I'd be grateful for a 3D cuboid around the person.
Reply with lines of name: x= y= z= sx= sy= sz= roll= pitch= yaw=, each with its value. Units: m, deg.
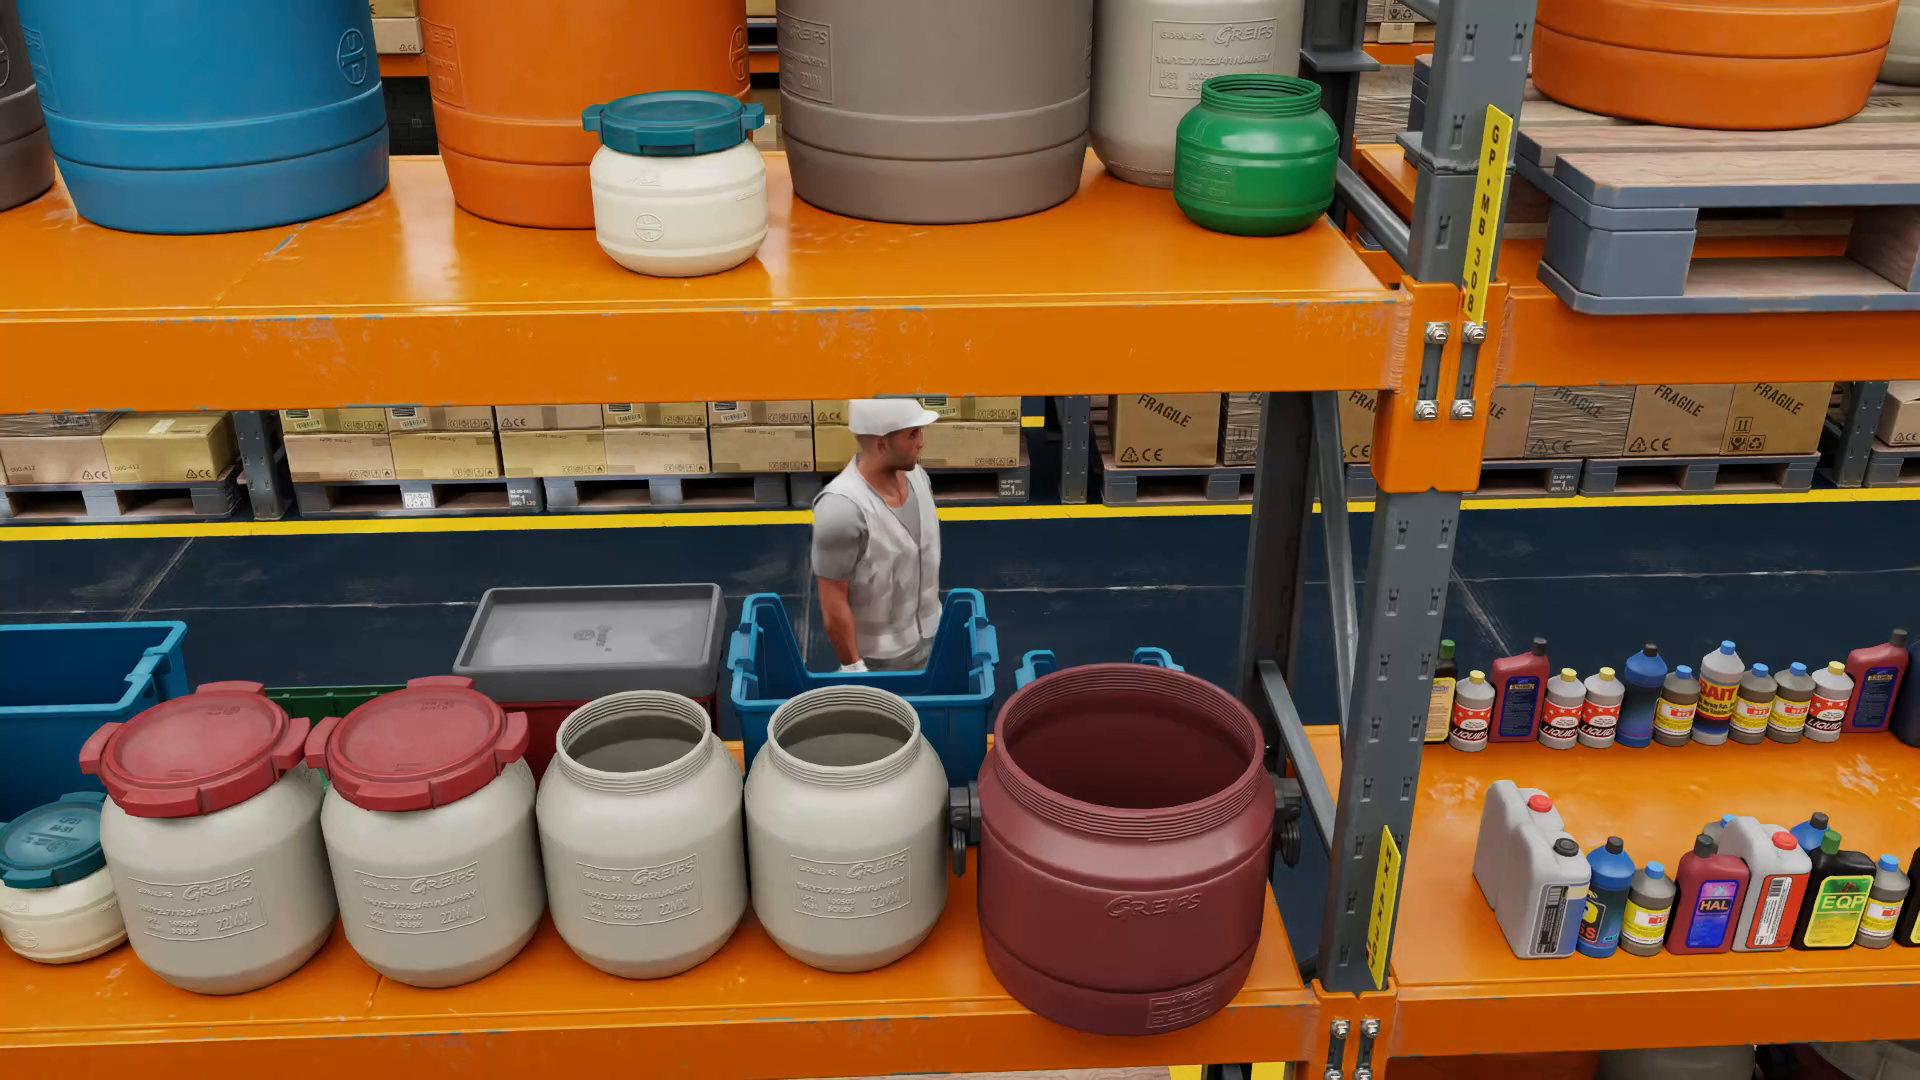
person: x=-0.275 y=0.353 z=5.369 sx=0.403 sy=1.788 sz=0.651 roll=20 pitch=33 yaw=34
